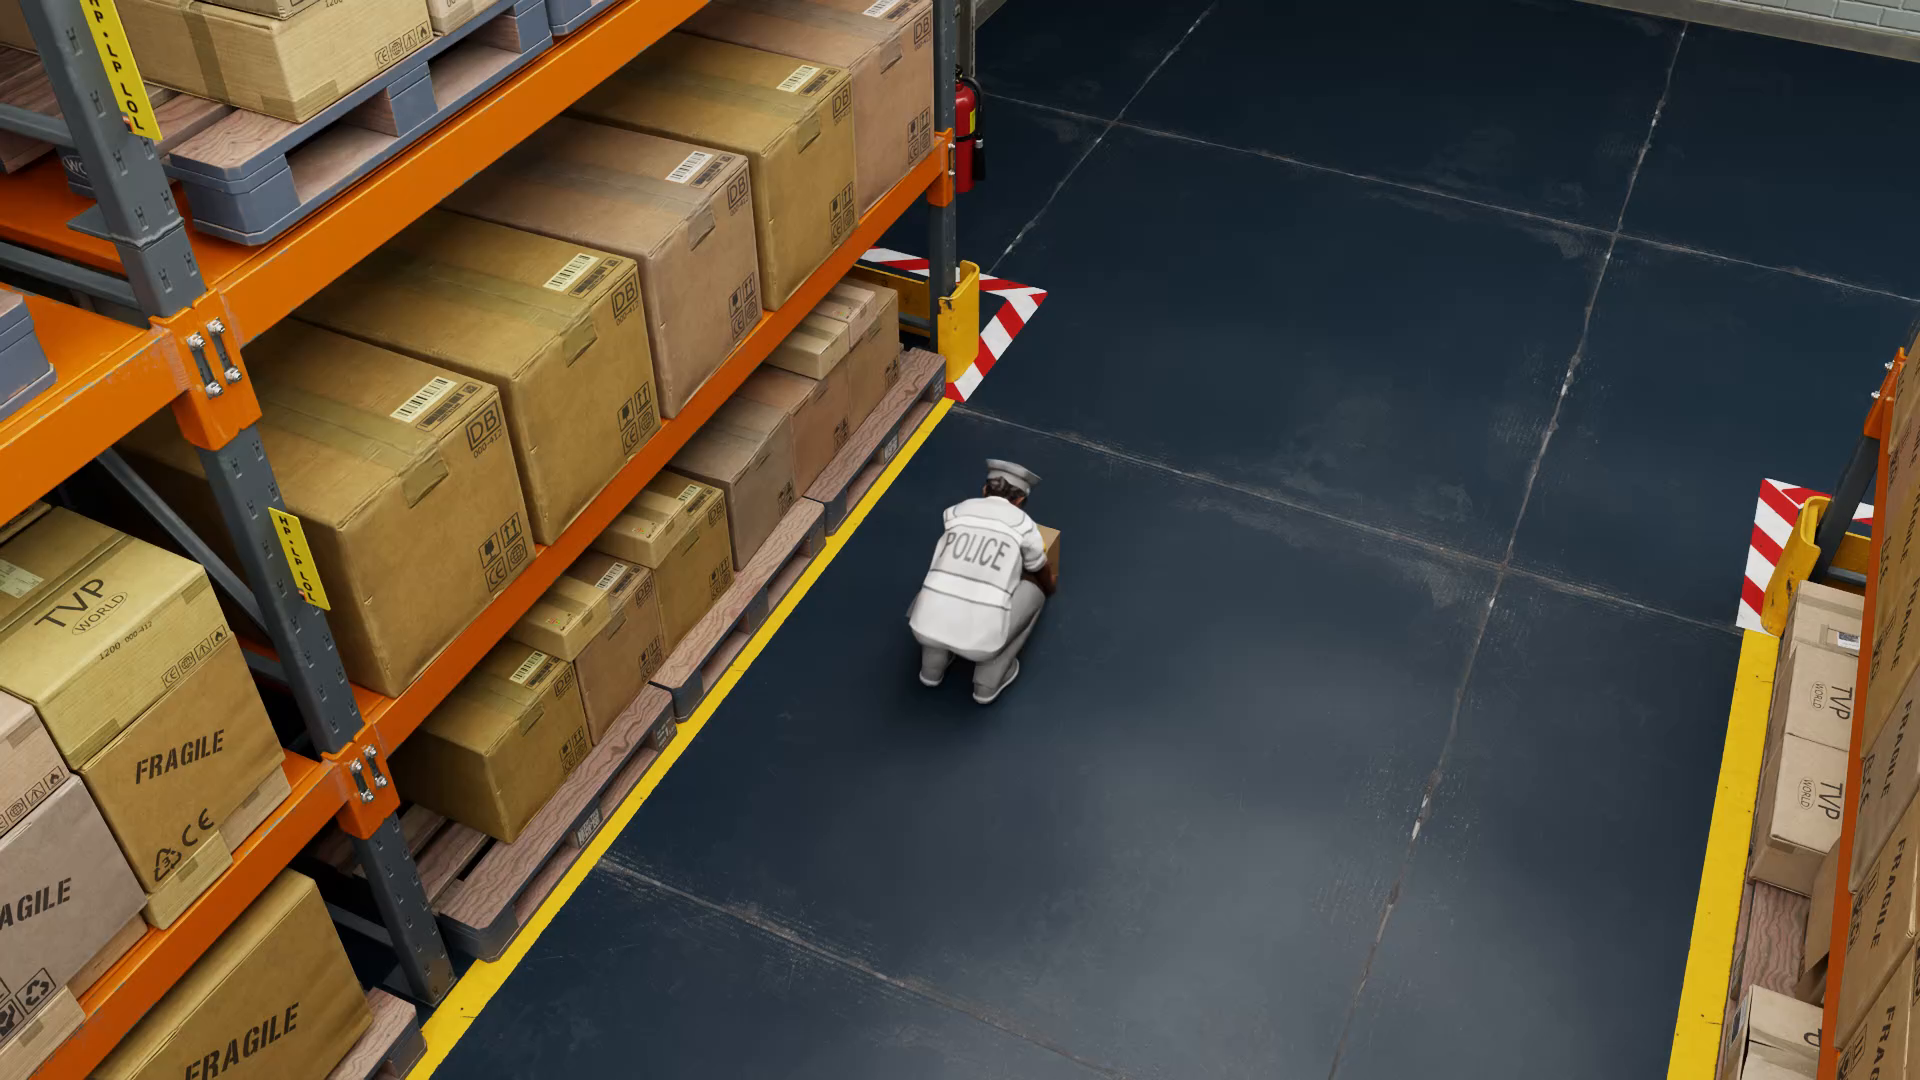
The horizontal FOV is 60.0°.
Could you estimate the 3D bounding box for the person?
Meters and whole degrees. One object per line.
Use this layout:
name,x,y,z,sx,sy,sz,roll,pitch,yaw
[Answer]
person,0.106,0.169,6.704,0.466,0.781,0.952,16,45,17
